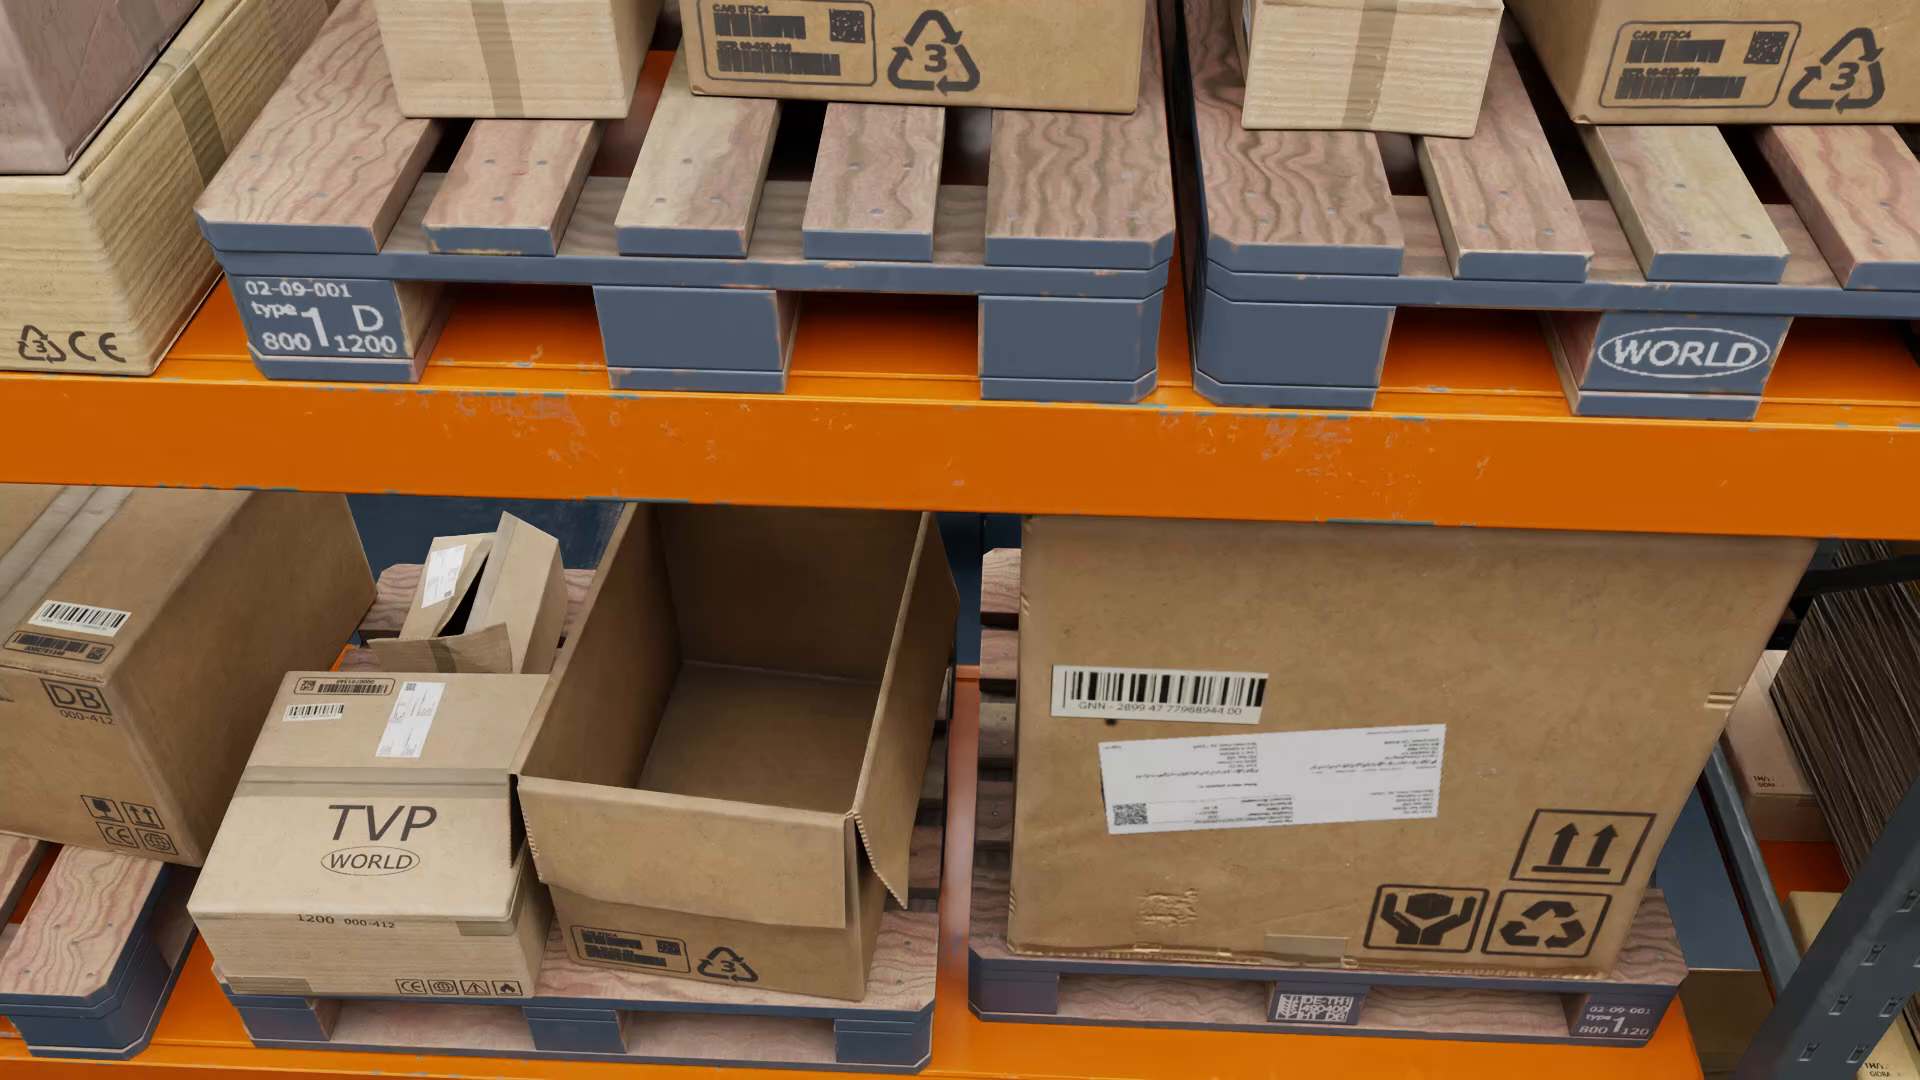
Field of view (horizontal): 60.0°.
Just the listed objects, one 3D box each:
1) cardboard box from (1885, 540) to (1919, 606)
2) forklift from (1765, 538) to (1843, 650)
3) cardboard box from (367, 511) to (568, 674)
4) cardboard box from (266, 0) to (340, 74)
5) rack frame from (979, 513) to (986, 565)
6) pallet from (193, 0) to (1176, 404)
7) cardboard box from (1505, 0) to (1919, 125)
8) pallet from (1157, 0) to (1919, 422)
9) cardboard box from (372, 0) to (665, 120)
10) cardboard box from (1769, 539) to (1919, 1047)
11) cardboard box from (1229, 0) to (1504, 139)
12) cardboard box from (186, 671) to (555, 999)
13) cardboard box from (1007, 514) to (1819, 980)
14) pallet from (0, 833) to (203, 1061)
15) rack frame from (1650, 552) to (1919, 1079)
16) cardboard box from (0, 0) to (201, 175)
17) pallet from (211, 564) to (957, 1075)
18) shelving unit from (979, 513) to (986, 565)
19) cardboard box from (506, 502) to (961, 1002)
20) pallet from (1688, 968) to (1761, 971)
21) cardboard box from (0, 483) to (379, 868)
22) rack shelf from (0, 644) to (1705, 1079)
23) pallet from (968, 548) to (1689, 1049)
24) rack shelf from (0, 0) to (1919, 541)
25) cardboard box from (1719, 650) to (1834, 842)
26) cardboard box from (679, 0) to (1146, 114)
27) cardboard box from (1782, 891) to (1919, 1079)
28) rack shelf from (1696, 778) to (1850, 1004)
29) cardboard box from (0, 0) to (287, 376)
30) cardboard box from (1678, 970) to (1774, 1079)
[{"bbox_3d":[1.852,-0.181,2.718,0.500,0.500,0.500,2,43,2],"label":"cardboard box"},{"bbox_3d":[2.517,-1.070,4.749,3.031,2.935,1.130,0,43,0],"label":"forklift"},{"bbox_3d":[-0.928,0.144,3.185,0.258,0.266,0.396,1,43,1],"label":"cardboard box"},{"bbox_3d":[-1.122,-0.791,2.307,0.500,0.250,0.500,3,43,3],"label":"cardboard box"},{"bbox_3d":[0.078,-0.437,5.338,0.015,1.200,0.240,2,43,2],"label":"rack frame"},{"bbox_3d":[-0.258,-0.646,2.180,1.003,0.211,1.213,2,43,2],"label":"pallet"},{"bbox_3d":[0.925,-0.867,1.895,0.637,0.503,0.797,0,43,0],"label":"cardboard box"},{"bbox_3d":[0.778,-0.616,2.148,1.003,0.211,1.213,2,43,2],"label":"pallet"},{"bbox_3d":[-0.487,-0.651,1.911,0.250,0.166,0.380,1,43,1],"label":"cardboard box"},{"bbox_3d":[1.837,0.414,2.813,0.500,0.500,0.875,2,43,2],"label":"cardboard box"},{"bbox_3d":[0.447,-0.659,1.846,0.258,0.266,0.396,3,43,3],"label":"cardboard box"},{"bbox_3d":[-0.942,0.490,2.825,0.500,0.250,0.500,1,43,1],"label":"cardboard box"},{"bbox_3d":[0.603,0.011,2.789,1.000,1.000,1.000,2,43,2],"label":"cardboard box"},{"bbox_3d":[-1.889,0.401,3.260,1.003,0.211,1.213,2,43,2],"label":"pallet"},{"bbox_3d":[1.390,0.504,3.008,0.127,3.000,1.000,2,43,2],"label":"rack frame"},{"bbox_3d":[-1.138,-0.718,1.679,0.500,0.500,0.500,1,43,1],"label":"cardboard box"},{"bbox_3d":[-0.626,0.484,3.170,1.213,0.211,1.003,2,43,2],"label":"pallet"},{"bbox_3d":[-0.165,-0.444,5.346,0.503,1.200,0.258,2,43,2],"label":"shelving unit"},{"bbox_3d":[-0.346,0.322,2.820,0.637,0.503,0.797,6,43,6],"label":"cardboard box"},{"bbox_3d":[2.063,1.521,3.963,1.213,0.211,1.003,2,43,2],"label":"pallet"},{"bbox_3d":[-1.502,0.129,3.029,0.500,0.500,0.700,8,44,8],"label":"cardboard box"},{"bbox_3d":[-0.608,0.706,3.319,4.000,0.370,1.077,2,43,2],"label":"rack shelf"},{"bbox_3d":[0.633,0.452,3.205,1.213,0.211,1.003,2,43,2],"label":"pallet"},{"bbox_3d":[-0.608,-0.392,2.297,4.000,0.370,1.077,2,43,2],"label":"rack shelf"},{"bbox_3d":[1.618,0.402,3.302,0.250,0.149,0.380,2,43,2],"label":"cardboard box"},{"bbox_3d":[-0.016,-0.895,1.926,0.637,0.503,0.797,3,43,4],"label":"cardboard box"},{"bbox_3d":[1.591,0.807,2.867,0.250,0.149,0.380,2,43,2],"label":"cardboard box"},{"bbox_3d":[3.388,0.829,3.188,4.000,0.370,1.077,2,43,2],"label":"rack shelf"},{"bbox_3d":[-1.121,-0.448,1.940,0.500,0.250,0.500,3,43,3],"label":"cardboard box"},{"bbox_3d":[1.788,1.304,3.675,0.500,0.500,0.500,1,43,1],"label":"cardboard box"}]
